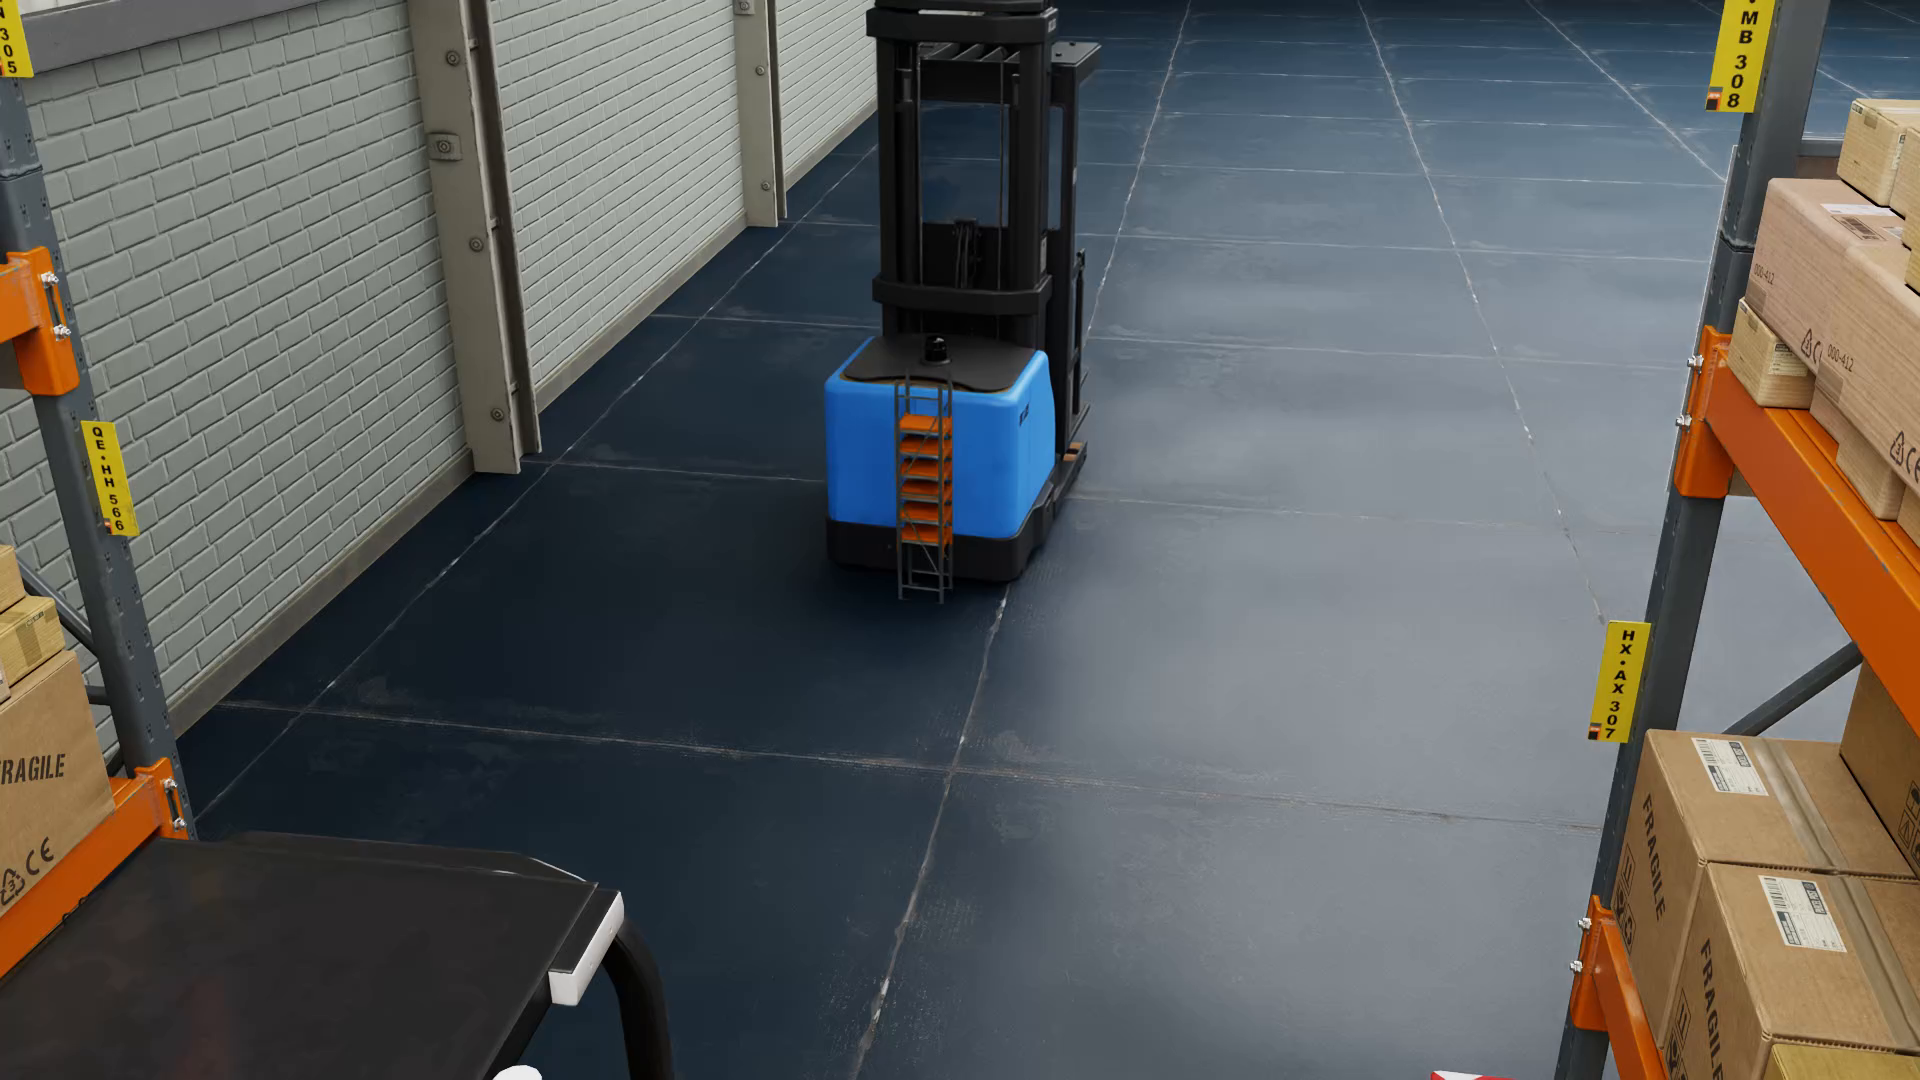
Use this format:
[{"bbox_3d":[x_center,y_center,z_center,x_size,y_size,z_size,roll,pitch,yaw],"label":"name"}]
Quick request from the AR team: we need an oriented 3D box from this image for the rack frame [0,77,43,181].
[{"bbox_3d":[-2.789,-2.290,3.527,1.000,3.000,0.127,4,25,9],"label":"rack frame"}]

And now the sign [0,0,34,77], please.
[{"bbox_3d":[-2.256,-1.253,3.899,0.100,0.325,0.005,4,25,9],"label":"sign"}]

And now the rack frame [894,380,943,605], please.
[{"bbox_3d":[-0.202,-0.223,8.311,0.240,1.200,0.006,6,26,13],"label":"rack frame"}]

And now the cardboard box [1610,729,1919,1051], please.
[{"bbox_3d":[1.758,0.769,3.601,0.500,0.500,0.500,4,25,8],"label":"cardboard box"}]

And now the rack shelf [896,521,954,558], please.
[{"bbox_3d":[-0.179,-0.003,8.511,0.258,0.103,0.180,6,26,13],"label":"rack shelf"}]

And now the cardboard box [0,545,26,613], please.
[{"bbox_3d":[-2.639,0.118,4.225,0.380,0.149,0.250,4,25,9],"label":"cardboard box"}]

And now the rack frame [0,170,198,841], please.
[{"bbox_3d":[-2.789,0.428,4.798,1.000,3.000,0.127,4,25,9],"label":"rack frame"}]

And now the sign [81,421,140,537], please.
[{"bbox_3d":[-2.256,-0.161,4.410,0.100,0.325,0.005,4,25,9],"label":"sign"}]

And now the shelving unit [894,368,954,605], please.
[{"bbox_3d":[-0.179,-0.260,8.391,0.258,1.200,0.189,6,26,13],"label":"shelving unit"}]

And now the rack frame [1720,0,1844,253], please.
[{"bbox_3d":[2.109,-1.947,2.795,1.000,3.000,0.127,4,25,9],"label":"rack frame"}]

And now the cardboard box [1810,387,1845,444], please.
[{"bbox_3d":[1.780,-0.243,2.988,0.380,0.149,0.250,3,25,7],"label":"cardboard box"}]

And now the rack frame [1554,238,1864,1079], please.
[{"bbox_3d":[2.109,0.770,4.067,1.000,3.000,0.127,4,25,9],"label":"rack frame"}]

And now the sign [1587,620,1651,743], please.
[{"bbox_3d":[1.573,0.340,3.964,0.100,0.325,0.005,4,25,9],"label":"sign"}]

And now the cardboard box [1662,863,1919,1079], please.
[{"bbox_3d":[1.676,0.986,3.137,0.500,0.500,0.500,5,26,10],"label":"cardboard box"}]

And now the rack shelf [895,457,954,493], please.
[{"bbox_3d":[-0.179,-0.329,8.359,0.258,0.103,0.180,6,26,13],"label":"rack shelf"}]

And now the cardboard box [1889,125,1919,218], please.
[{"bbox_3d":[1.824,-0.595,2.800,0.380,0.149,0.250,4,25,8],"label":"cardboard box"}]

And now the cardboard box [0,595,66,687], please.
[{"bbox_3d":[-2.569,0.253,4.288,0.380,0.149,0.250,4,25,9],"label":"cardboard box"}]

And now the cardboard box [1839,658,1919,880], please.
[{"bbox_3d":[2.241,0.366,3.282,0.700,0.500,0.500,3,25,7],"label":"cardboard box"}]

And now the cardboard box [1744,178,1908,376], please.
[{"bbox_3d":[1.764,-0.464,2.990,0.500,0.250,0.500,4,25,8],"label":"cardboard box"}]

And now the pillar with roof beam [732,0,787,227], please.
[{"bbox_3d":[2.416,-6.781,13.123,9.100,9.000,0.400,4,25,9],"label":"pillar with roof beam"}]

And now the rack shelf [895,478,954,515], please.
[{"bbox_3d":[-0.179,-0.220,8.410,0.258,0.103,0.180,6,26,13],"label":"rack shelf"}]

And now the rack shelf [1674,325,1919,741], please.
[{"bbox_3d":[1.782,0.574,1.797,1.077,0.370,4.000,4,25,9],"label":"rack shelf"}]

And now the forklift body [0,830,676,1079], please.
[{"bbox_3d":[-1.299,1.731,3.014,2.313,2.155,1.214,4,25,9],"label":"forklift body"}]

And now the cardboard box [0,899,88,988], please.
[{"bbox_3d":[-2.556,1.244,4.623,0.500,0.250,0.500,5,26,10],"label":"cardboard box"}]

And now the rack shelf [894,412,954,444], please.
[{"bbox_3d":[-0.179,-0.546,8.257,0.258,0.103,0.180,6,26,13],"label":"rack shelf"}]

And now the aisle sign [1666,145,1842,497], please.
[{"bbox_3d":[1.813,-0.455,3.617,0.394,0.787,0.004,4,25,9],"label":"aisle sign"}]

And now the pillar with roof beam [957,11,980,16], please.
[{"bbox_3d":[4.378,-11.800,23.845,9.100,9.000,0.400,4,25,9],"label":"pillar with roof beam"}]

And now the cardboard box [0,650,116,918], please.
[{"bbox_3d":[-2.610,0.606,4.299,0.500,0.500,0.500,3,25,7],"label":"cardboard box"}]

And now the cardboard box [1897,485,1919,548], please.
[{"bbox_3d":[1.686,-0.029,2.532,0.380,0.149,0.250,4,25,8],"label":"cardboard box"}]

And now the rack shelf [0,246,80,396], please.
[{"bbox_3d":[-3.116,0.231,2.528,1.077,0.370,4.000,4,25,9],"label":"rack shelf"}]

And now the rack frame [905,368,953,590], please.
[{"bbox_3d":[-0.156,-0.298,8.471,0.240,1.200,0.006,6,26,13],"label":"rack frame"}]

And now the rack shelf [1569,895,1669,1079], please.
[{"bbox_3d":[1.782,1.932,2.432,1.077,0.370,4.000,4,25,9],"label":"rack shelf"}]

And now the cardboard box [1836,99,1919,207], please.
[{"bbox_3d":[1.849,-0.702,3.028,0.380,0.149,0.250,4,25,8],"label":"cardboard box"}]

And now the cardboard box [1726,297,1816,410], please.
[{"bbox_3d":[1.734,-0.359,3.236,0.380,0.149,0.250,4,25,9],"label":"cardboard box"}]

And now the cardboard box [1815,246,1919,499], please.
[{"bbox_3d":[1.672,-0.254,2.541,0.500,0.250,0.500,4,25,8],"label":"cardboard box"}]

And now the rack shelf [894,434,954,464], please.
[{"bbox_3d":[-0.179,-0.437,8.308,0.258,0.103,0.180,6,26,13],"label":"rack shelf"}]

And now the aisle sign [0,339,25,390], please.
[{"bbox_3d":[-2.488,-0.757,4.262,0.394,0.787,0.004,4,25,9],"label":"aisle sign"}]

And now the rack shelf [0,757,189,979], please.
[{"bbox_3d":[-3.116,1.590,3.164,1.077,0.370,4.000,4,25,9],"label":"rack shelf"}]

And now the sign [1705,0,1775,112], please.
[{"bbox_3d":[1.573,-1.022,3.326,0.100,0.325,0.005,4,25,9],"label":"sign"}]

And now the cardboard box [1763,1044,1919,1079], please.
[{"bbox_3d":[1.594,1.199,2.682,0.500,0.500,0.500,4,25,7],"label":"cardboard box"}]

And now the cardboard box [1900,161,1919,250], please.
[{"bbox_3d":[1.722,-0.495,2.586,0.380,0.149,0.250,4,25,8],"label":"cardboard box"}]

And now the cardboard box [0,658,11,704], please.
[{"bbox_3d":[-2.582,0.362,4.056,0.380,0.149,0.250,4,25,9],"label":"cardboard box"}]

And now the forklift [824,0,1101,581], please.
[{"bbox_3d":[0.156,-1.714,9.454,1.130,2.935,3.031,6,26,13],"label":"forklift"}]

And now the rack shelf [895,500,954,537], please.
[{"bbox_3d":[-0.179,-0.111,8.461,0.258,0.103,0.180,6,26,13],"label":"rack shelf"}]

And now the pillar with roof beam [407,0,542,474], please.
[{"bbox_3d":[1.436,-4.272,7.762,9.100,9.000,0.400,4,25,9],"label":"pillar with roof beam"}]

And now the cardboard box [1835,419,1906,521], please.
[{"bbox_3d":[1.703,-0.134,2.756,0.380,0.149,0.250,5,25,10],"label":"cardboard box"}]

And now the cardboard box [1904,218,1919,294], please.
[{"bbox_3d":[1.608,-0.395,2.373,0.380,0.149,0.250,4,25,8],"label":"cardboard box"}]
